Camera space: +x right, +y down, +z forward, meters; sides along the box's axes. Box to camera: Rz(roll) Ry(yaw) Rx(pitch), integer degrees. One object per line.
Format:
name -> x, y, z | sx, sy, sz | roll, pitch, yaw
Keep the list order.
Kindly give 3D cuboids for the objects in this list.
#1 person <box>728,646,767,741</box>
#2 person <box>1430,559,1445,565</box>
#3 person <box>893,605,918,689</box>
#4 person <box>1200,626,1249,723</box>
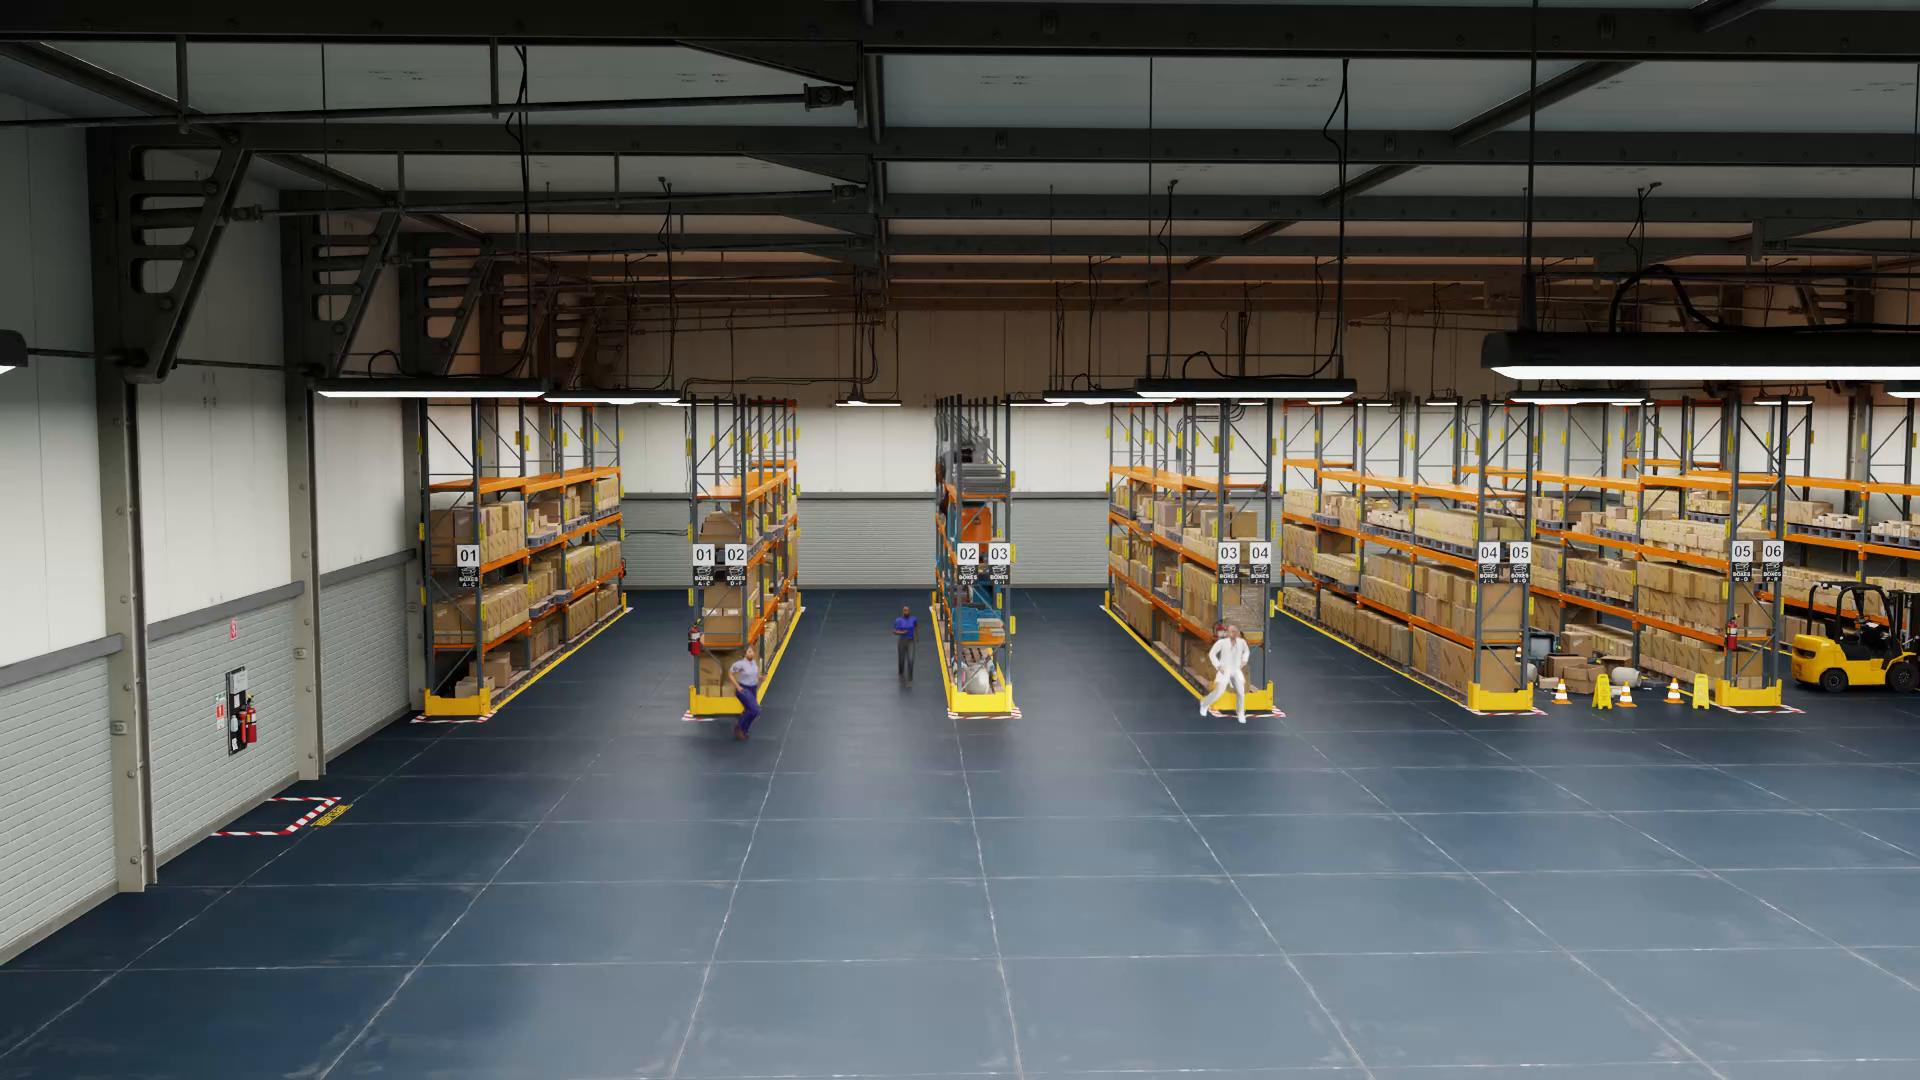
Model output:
person -> -3.649, 2.650, 28.817 | 0.630, 1.638, 0.580 | 2, 5, 24
person -> 14.238, 0.976, 49.184 | 0.859, 1.815, 0.661 | 0, 5, 3
person -> -1.121, 2.171, 34.385 | 0.557, 1.681, 0.901 | -1, 5, -9
person -> 4.935, 2.462, 30.678 | 0.923, 1.782, 0.790 | -1, 5, -18
